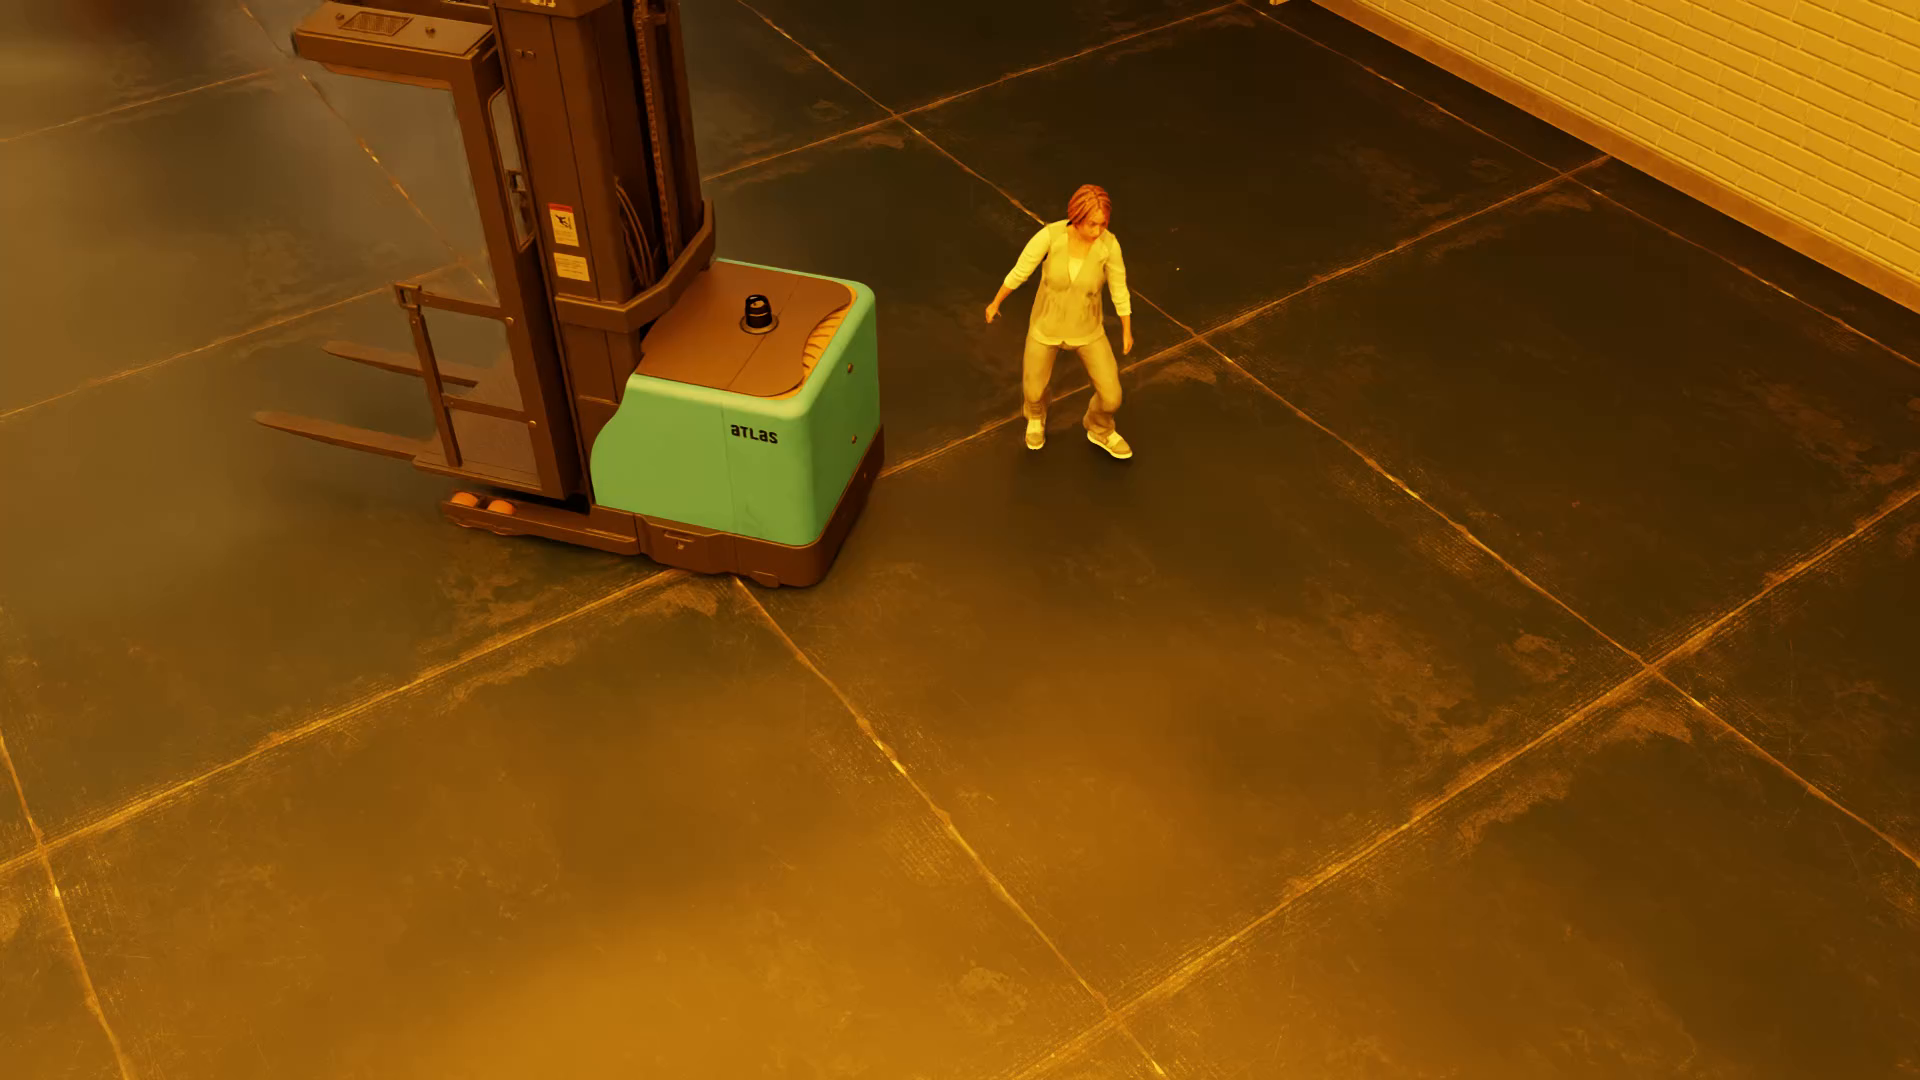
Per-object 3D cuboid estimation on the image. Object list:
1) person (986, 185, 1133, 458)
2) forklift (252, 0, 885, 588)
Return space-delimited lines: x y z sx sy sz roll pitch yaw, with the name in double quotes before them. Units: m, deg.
"person" 0.493 -1.030 7.863 0.747 1.550 0.450 5 43 5
"forklift" -1.947 -1.432 7.269 3.031 2.935 1.130 12 44 12
